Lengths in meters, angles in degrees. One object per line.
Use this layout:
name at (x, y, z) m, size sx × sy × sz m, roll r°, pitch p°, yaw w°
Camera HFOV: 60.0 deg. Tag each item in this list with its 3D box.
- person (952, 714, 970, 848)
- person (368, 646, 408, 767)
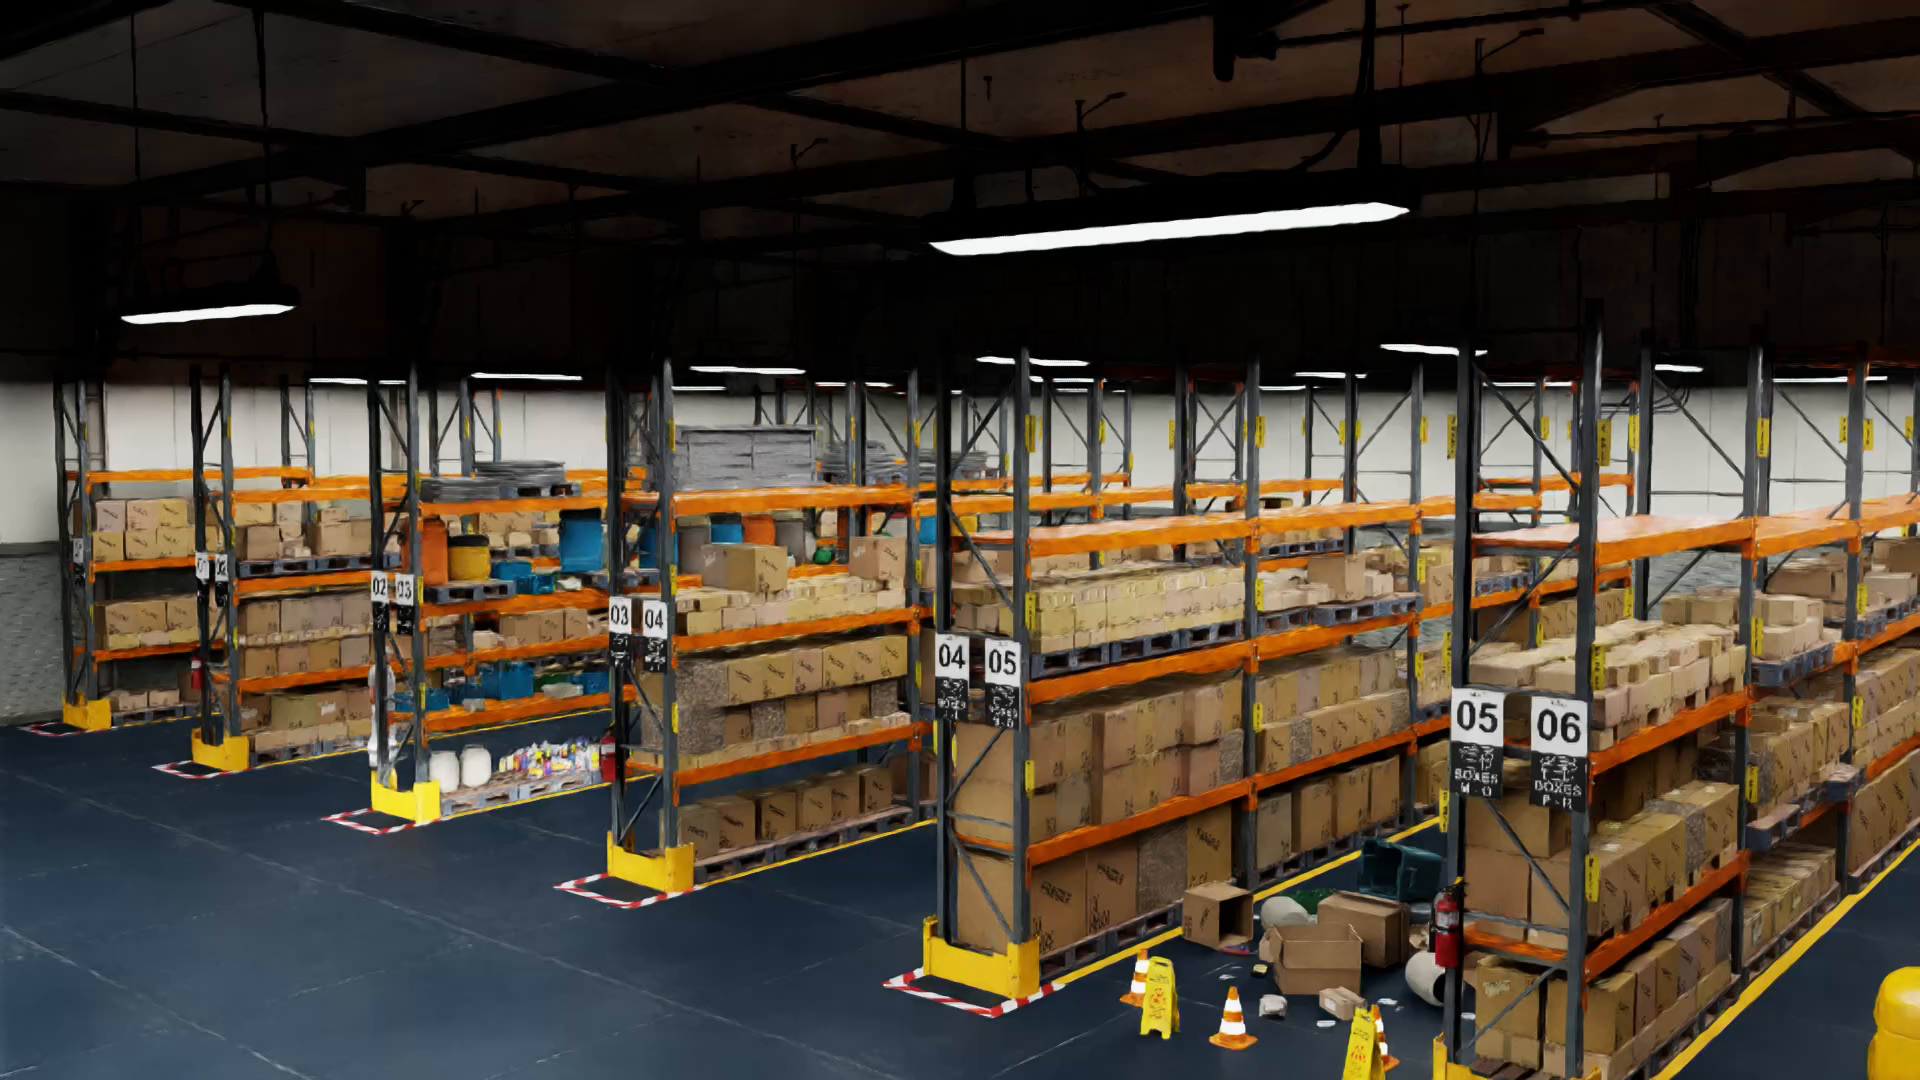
person at (0.115, 2.891, 19.750) m, size 0.719 × 1.714 × 0.578 m, roll 3°, pitch 5°, yaw 38°
person at (-8.566, 2.459, 24.835) m, size 0.464 × 1.794 × 0.625 m, roll 1°, pitch 4°, yaw 13°
